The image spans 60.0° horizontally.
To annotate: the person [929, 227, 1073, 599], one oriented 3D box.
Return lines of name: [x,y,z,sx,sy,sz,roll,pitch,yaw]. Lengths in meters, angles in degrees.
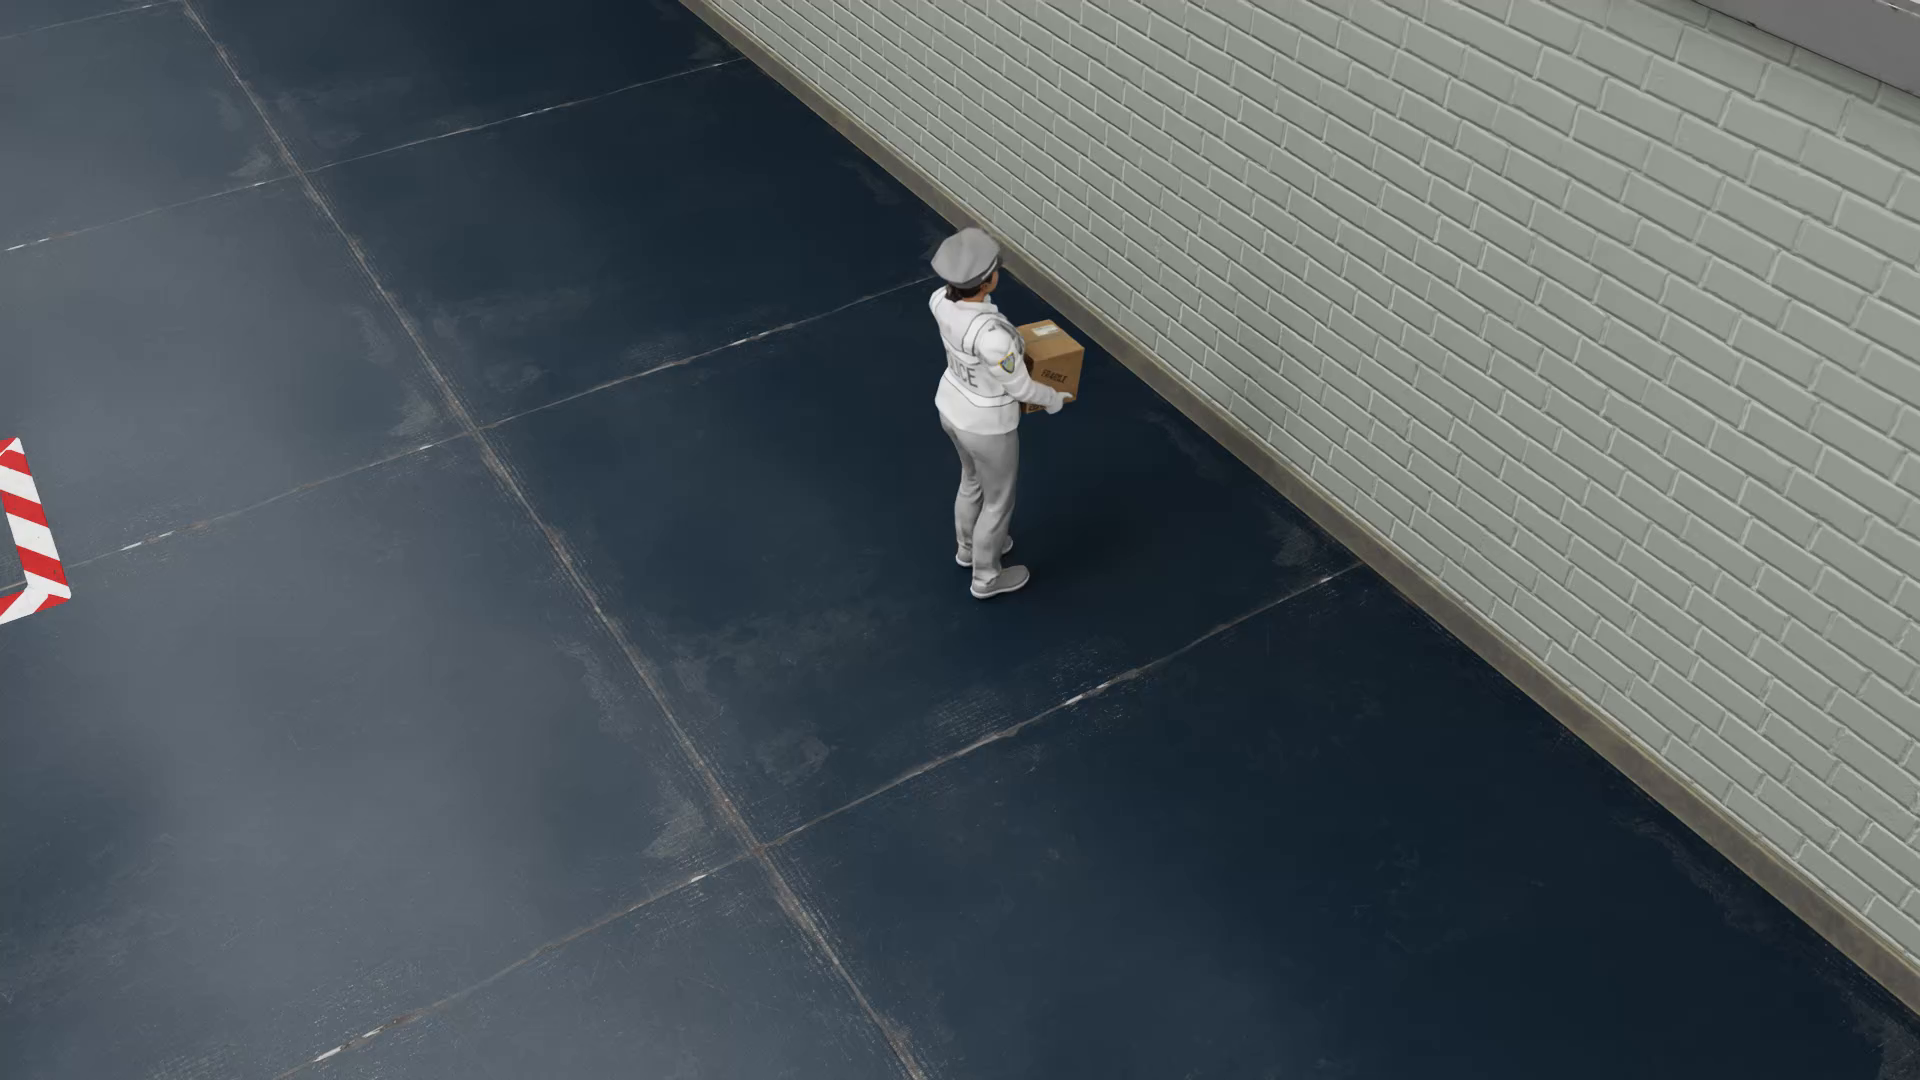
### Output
person: [0.155,-0.519,6.738,0.539,1.690,0.457,-22,46,-24]
